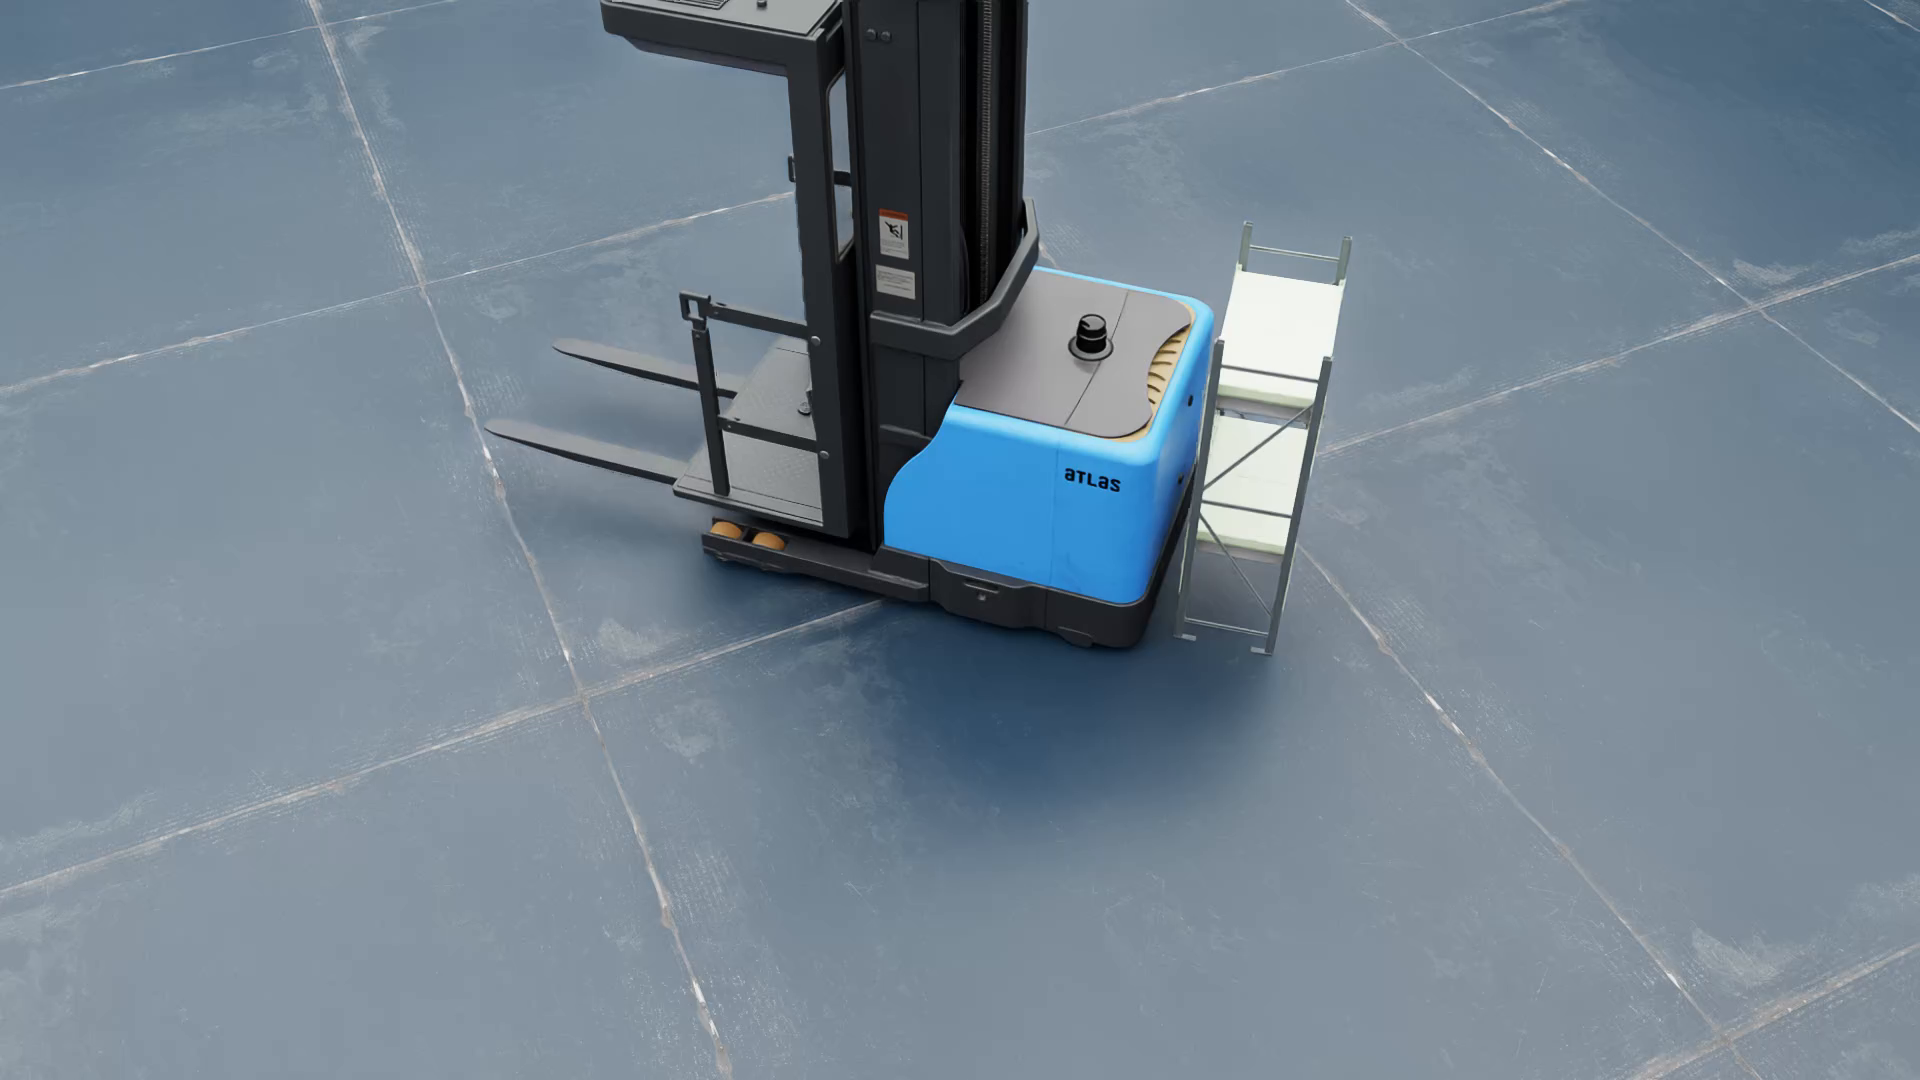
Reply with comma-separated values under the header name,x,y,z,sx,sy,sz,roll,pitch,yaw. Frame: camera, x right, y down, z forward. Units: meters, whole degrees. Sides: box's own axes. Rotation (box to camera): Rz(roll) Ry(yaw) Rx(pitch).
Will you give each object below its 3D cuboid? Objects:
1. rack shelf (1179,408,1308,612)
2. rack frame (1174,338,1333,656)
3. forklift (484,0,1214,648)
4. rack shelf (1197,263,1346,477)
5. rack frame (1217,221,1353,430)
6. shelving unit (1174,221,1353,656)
name,x,y,z,sx,sy,sz,roll,pitch,yaw
rack shelf,1.153,-0.129,6.645,0.431,0.370,0.720,11,46,10
rack frame,1.061,-0.112,6.164,0.400,1.500,0.023,11,46,10
forklift,-0.558,-1.246,6.295,3.031,2.935,1.130,14,46,14
rack shelf,1.155,-0.639,6.141,0.431,0.370,0.720,11,46,10
rack frame,1.246,-0.610,6.668,0.400,1.500,0.023,11,46,10
shelving unit,1.154,-0.361,6.416,0.431,1.500,0.755,11,46,10
